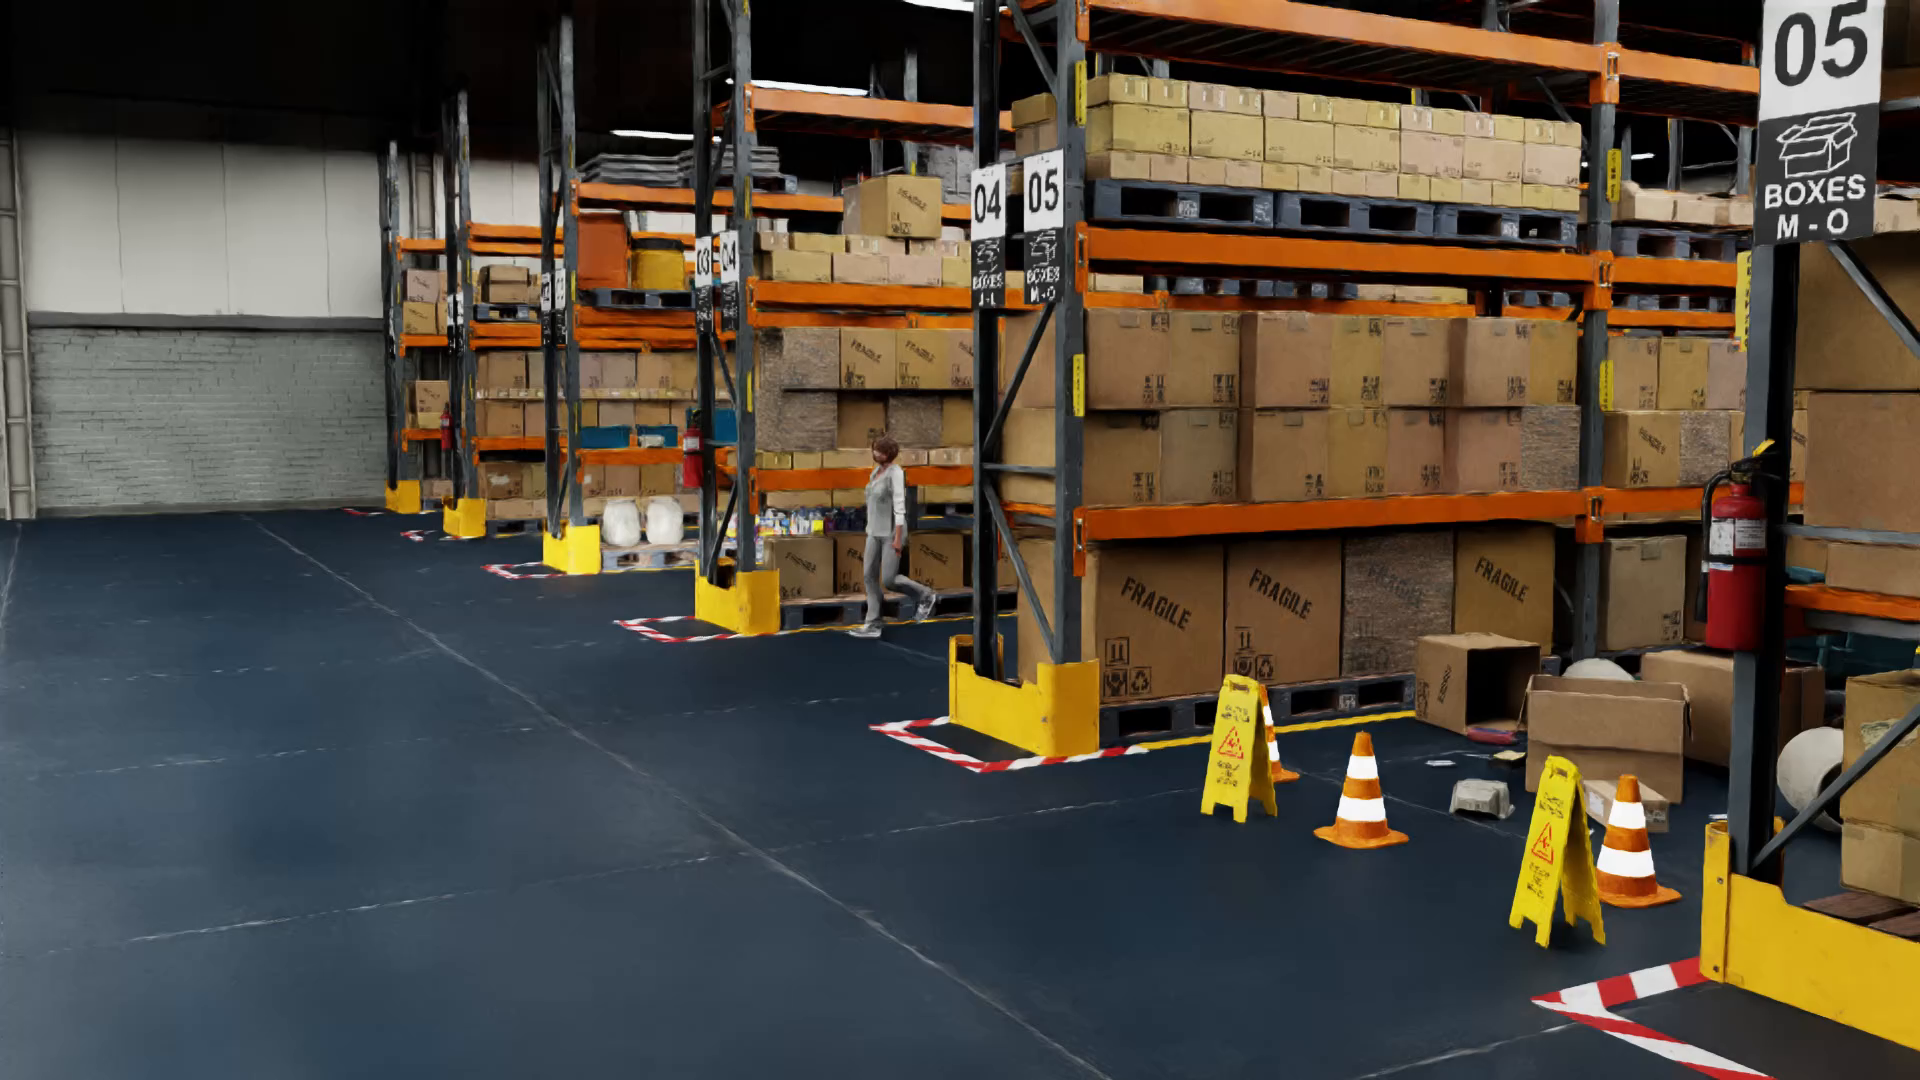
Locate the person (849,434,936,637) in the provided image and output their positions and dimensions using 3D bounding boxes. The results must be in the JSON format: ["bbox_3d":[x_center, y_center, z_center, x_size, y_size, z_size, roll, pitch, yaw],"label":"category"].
[{"bbox_3d":[-0.516,-0.038,12.962,0.722,1.570,0.428,-4,6,-35],"label":"person"}]
